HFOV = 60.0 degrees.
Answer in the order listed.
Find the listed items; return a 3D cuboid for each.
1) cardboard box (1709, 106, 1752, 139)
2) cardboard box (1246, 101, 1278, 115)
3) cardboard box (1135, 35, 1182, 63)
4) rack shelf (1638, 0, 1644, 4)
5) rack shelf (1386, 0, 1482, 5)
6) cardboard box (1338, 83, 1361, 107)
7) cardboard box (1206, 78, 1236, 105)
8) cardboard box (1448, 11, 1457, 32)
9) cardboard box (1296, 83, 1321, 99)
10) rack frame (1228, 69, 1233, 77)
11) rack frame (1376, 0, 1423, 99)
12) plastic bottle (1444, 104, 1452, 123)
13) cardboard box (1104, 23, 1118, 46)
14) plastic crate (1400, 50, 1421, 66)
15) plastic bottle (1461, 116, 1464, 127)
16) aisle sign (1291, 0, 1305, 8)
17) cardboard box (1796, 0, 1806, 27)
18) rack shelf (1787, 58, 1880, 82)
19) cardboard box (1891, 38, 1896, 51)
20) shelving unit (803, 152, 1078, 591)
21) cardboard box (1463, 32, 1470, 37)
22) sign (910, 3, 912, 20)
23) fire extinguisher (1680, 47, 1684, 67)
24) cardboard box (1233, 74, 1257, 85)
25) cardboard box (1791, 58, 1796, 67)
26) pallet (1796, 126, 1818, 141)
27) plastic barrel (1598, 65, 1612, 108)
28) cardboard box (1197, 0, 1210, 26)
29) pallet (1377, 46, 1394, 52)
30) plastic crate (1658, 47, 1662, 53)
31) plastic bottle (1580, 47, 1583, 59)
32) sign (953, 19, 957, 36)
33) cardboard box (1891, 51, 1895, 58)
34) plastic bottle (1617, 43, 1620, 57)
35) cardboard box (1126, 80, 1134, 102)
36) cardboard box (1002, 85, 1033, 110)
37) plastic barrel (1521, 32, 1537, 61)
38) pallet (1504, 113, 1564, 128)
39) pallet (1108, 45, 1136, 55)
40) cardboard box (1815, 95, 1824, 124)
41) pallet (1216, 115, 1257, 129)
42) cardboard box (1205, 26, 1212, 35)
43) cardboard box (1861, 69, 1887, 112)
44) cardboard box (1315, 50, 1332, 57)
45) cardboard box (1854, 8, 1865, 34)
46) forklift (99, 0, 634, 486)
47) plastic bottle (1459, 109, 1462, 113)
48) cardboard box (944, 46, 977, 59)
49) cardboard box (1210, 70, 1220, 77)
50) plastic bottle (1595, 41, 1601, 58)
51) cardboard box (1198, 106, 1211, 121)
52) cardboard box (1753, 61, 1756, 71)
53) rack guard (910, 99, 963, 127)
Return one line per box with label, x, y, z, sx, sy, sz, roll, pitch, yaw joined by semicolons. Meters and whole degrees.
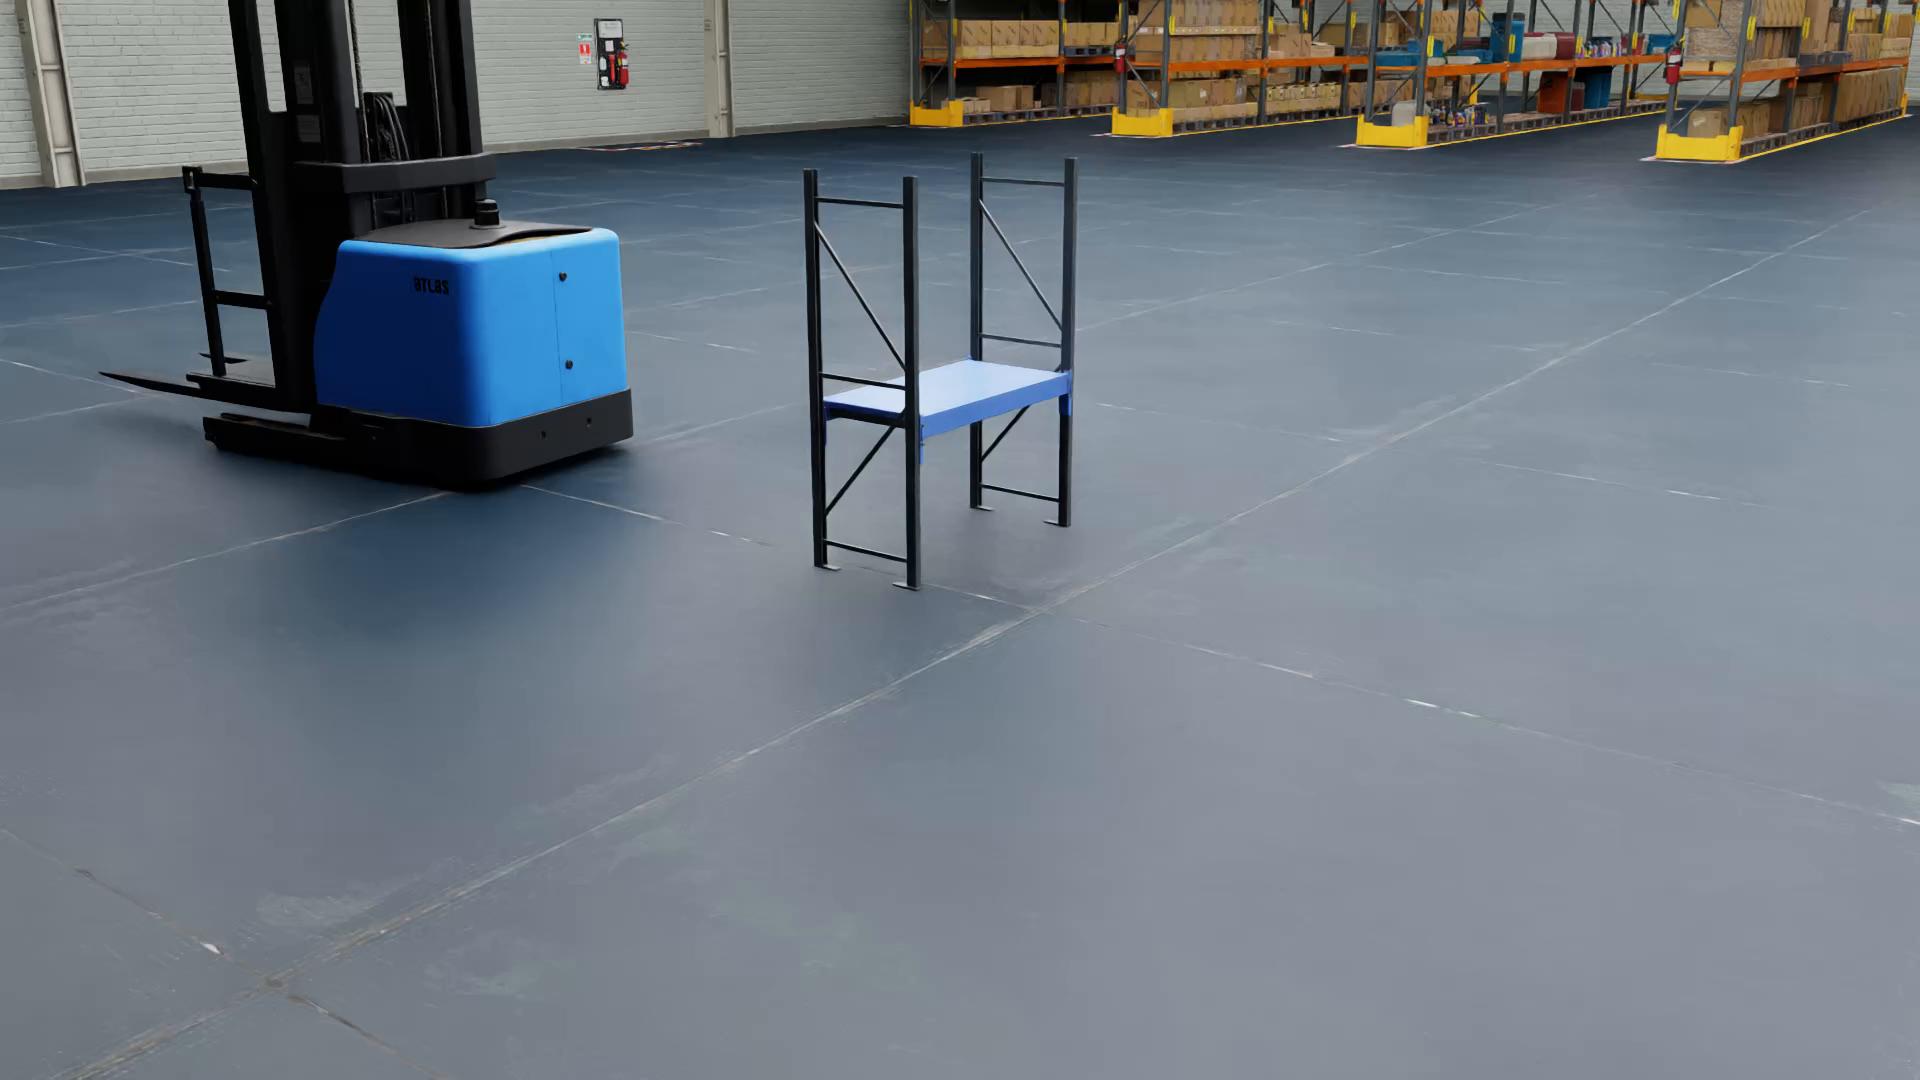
cardboard box;12.500;-6.787;27.047;0.500;0.500;0.500;15;23;40
cardboard box;6.267;-8.984;34.543;0.500;0.250;0.500;12;21;33
cardboard box;3.733;-9.248;31.297;0.700;0.500;0.500;12;21;35
rack shelf;15.762;-12.638;38.539;1.077;0.370;4.000;12;21;35
rack shelf;11.786;-13.515;41.361;1.077;0.370;4.000;12;21;35
cardboard box;8.712;-10.071;37.589;0.500;0.500;0.500;14;22;37
cardboard box;5.125;-8.904;33.021;0.500;0.500;0.500;12;21;35
cardboard box;12.022;-12.906;41.390;0.500;0.500;0.500;13;22;36
cardboard box;7.489;-9.739;36.030;0.500;0.311;0.500;12;21;34
rack frame;6.614;-12.824;42.981;1.000;3.000;0.127;12;21;35
rack frame;10.594;-11.949;40.165;1.000;3.000;0.127;12;21;35
plastic bottle;9.105;-7.968;31.070;0.144;0.351;0.185;12;21;35
cardboard box;3.234;-11.715;38.498;0.700;0.500;0.500;12;21;35
plastic crate;7.870;-8.470;29.211;0.499;0.251;0.408;12;21;35
plastic bottle;9.074;-7.595;30.118;0.097;0.201;0.097;0;17;0
aisle sign;9.281;-14.982;45.548;0.394;0.787;0.004;12;21;35
cardboard box;13.734;-8.804;27.680;0.500;0.500;0.500;12;21;35
rack shelf;17.356;-9.378;33.098;1.077;0.370;4.000;12;21;35
cardboard box;19.643;-10.576;35.494;0.500;0.250;0.500;13;22;36
shelving unit;-0.051;-0.696;6.456;0.538;1.500;1.048;12;21;35
cardboard box;12.623;-12.671;42.320;0.500;0.500;0.500;13;21;35
sign;-0.970;-10.772;33.890;0.100;0.325;0.005;12;21;35
fire extinguisher;17.409;-11.766;40.335;0.296;0.674;0.183;12;21;35
cardboard box;7.444;-12.110;44.188;0.700;0.500;0.500;12;21;34
cardboard box;13.889;-8.069;28.094;0.380;0.149;0.250;12;21;35
pallet;14.971;-7.438;30.340;1.003;0.211;1.213;12;21;35
plastic barrel;14.233;-10.145;37.185;0.600;0.901;0.708;12;21;35
cardboard box;4.373;-10.126;31.939;0.700;0.500;0.500;13;21;35
pallet;9.366;-11.369;38.620;1.003;0.211;1.213;12;21;35
plastic crate;16.429;-11.636;39.499;0.396;0.136;0.243;12;21;35
plastic bottle;12.937;-10.181;34.667;0.061;0.283;0.133;12;21;35
sign;-0.100;-10.283;33.340;0.100;0.325;0.005;12;21;35
cardboard box;19.763;-10.398;35.594;0.380;0.149;0.250;13;21;35
plastic bottle;14.494;-10.803;36.671;0.061;0.283;0.133;12;21;35
cardboard box;3.843;-10.707;39.636;0.700;0.500;0.500;13;21;35
cardboard box;1.261;-9.680;36.332;0.500;0.500;0.500;11;20;31
plastic barrel;10.987;-9.596;32.359;0.433;0.535;0.433;0;17;0
pallet;11.694;-8.611;34.117;1.003;0.211;1.213;12;21;35
pallet;3.892;-11.591;39.334;1.213;0.211;1.003;12;21;35
cardboard box;15.782;-8.098;31.237;0.700;0.500;0.500;11;20;32
pallet;5.320;-8.530;33.856;1.003;0.211;1.213;12;21;35
cardboard box;4.617;-9.811;32.018;0.380;0.149;0.250;12;21;34
cardboard box;19.006;-9.527;35.239;0.875;0.875;0.875;12;21;35
cardboard box;7.897;-10.614;36.287;0.380;0.149;0.250;12;21;35
cardboard box;17.398;-10.259;32.861;0.797;0.503;0.637;13;22;36
forklift;-3.131;-1.945;8.064;3.031;2.935;1.130;10;20;29
plastic bottle;9.159;-7.734;30.430;0.061;0.283;0.133;12;21;35
cardboard box;0.010;-9.964;33.990;0.500;0.250;0.500;12;21;33
cardboard box;6.331;-11.820;42.665;0.750;0.750;0.750;13;21;35
plastic bottle;13.629;-10.510;35.615;0.144;0.351;0.185;12;21;35
cardboard box;4.536;-8.306;32.360;0.500;0.250;0.500;12;21;35
cardboard box;12.217;-7.422;26.009;0.380;0.149;0.250;12;21;35
rack guard;-0.491;-8.790;34.206;1.175;0.500;0.348;12;21;35
